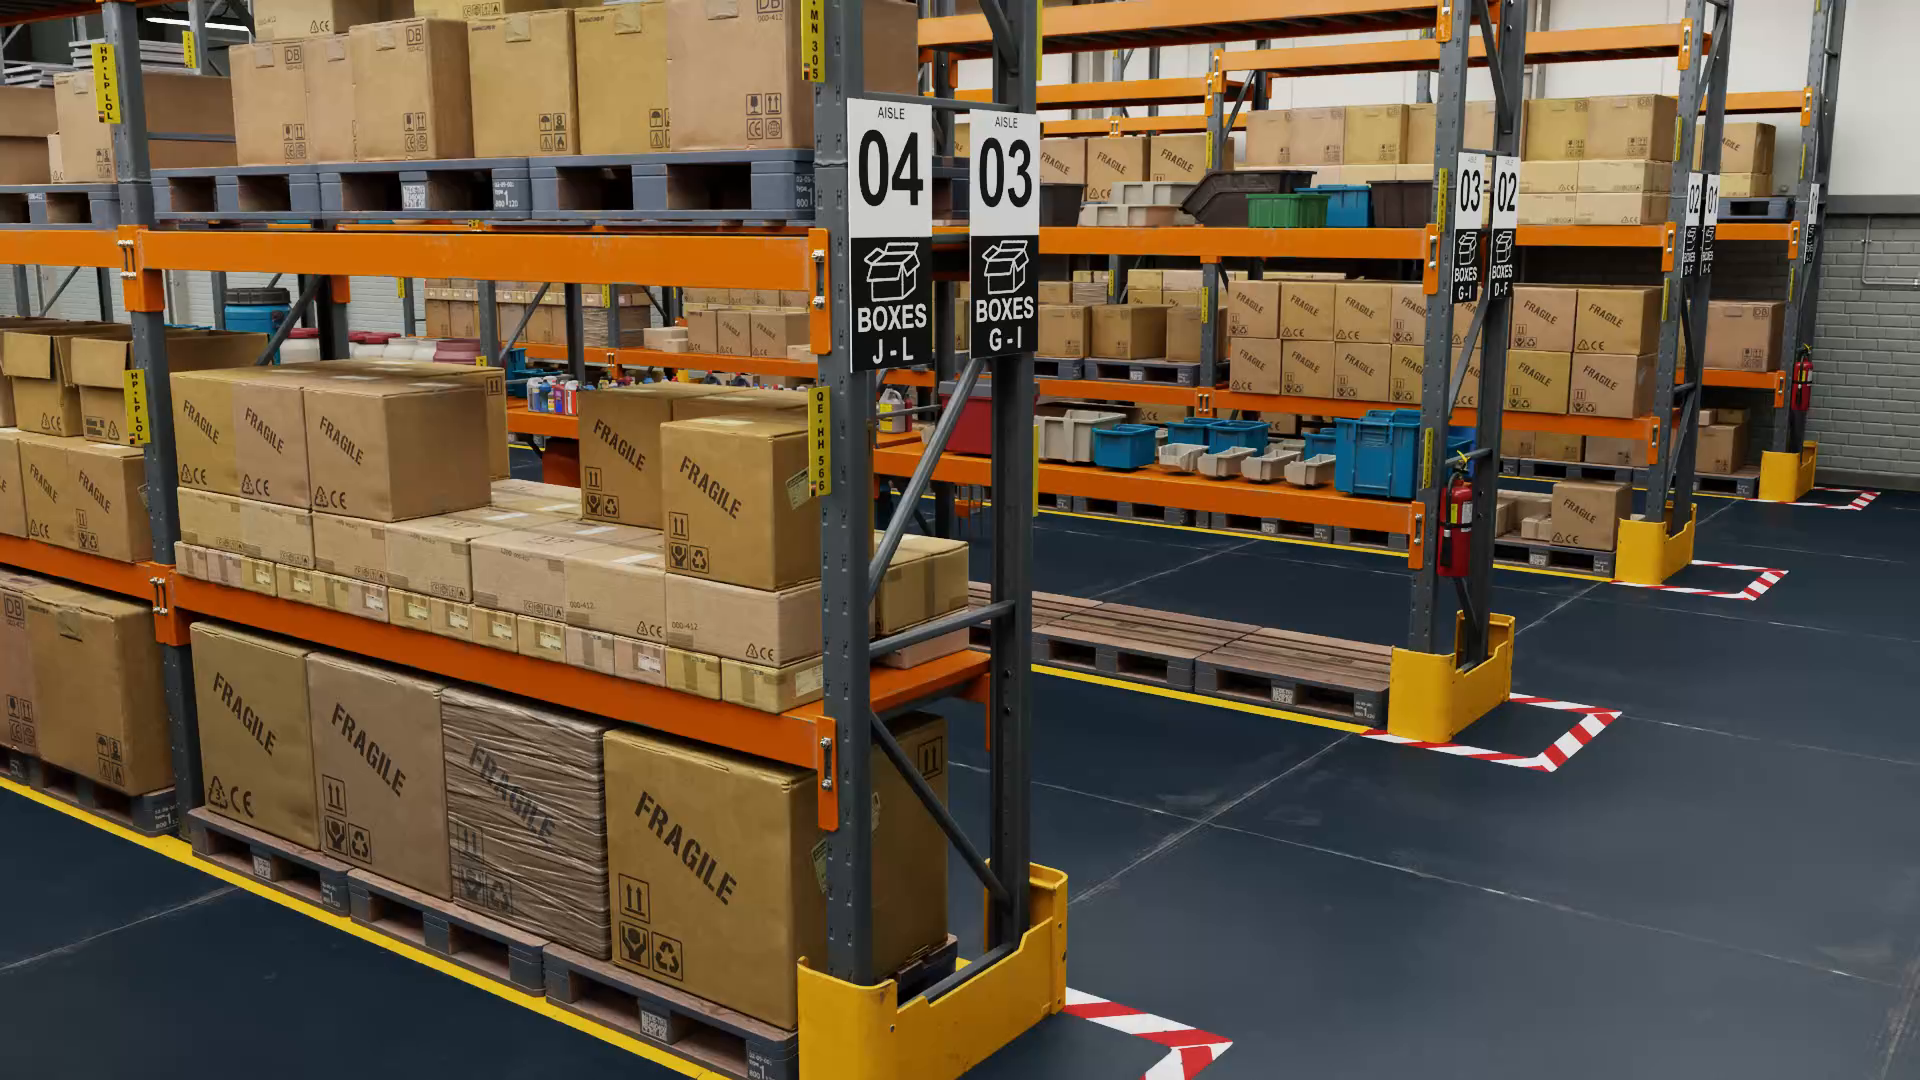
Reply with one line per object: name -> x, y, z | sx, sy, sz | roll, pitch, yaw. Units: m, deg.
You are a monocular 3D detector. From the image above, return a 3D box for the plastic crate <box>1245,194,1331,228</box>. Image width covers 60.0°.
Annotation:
plastic crate -> 1.882, -1.885, 9.538 | 0.336, 0.188, 0.450 | 8, 13, 36

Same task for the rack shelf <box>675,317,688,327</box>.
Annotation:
rack shelf -> -2.574, -3.187, 25.500 | 4.000, 0.370, 1.077 | 8, 13, 36

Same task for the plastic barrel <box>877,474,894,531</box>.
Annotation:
plastic barrel -> -0.807, -0.139, 12.269 | 0.708, 0.901, 0.600 | 8, 13, 36

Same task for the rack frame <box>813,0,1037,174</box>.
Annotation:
rack frame -> -0.086, -2.637, 4.967 | 0.127, 3.000, 1.000 | 8, 13, 36

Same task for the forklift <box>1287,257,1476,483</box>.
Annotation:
forklift -> 4.036, -1.964, 17.467 | 3.031, 2.935, 1.130 | 8, 13, 34

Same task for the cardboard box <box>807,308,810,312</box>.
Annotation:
cardboard box -> -1.920, -3.316, 24.613 | 0.500, 0.250, 0.500 | 8, 14, 36

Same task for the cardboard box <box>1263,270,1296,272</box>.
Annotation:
cardboard box -> 4.019, -3.253, 20.875 | 0.500, 0.250, 0.500 | 8, 13, 34

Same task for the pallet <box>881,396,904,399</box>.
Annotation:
pallet -> -1.524, -2.016, 24.896 | 1.213, 0.211, 1.003 | 8, 13, 36

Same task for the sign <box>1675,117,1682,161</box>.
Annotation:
sign -> 5.436, -3.032, 12.577 | 0.005, 0.325, 0.100 | 8, 13, 36

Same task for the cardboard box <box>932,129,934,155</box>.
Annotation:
cardboard box -> -0.319, -4.069, 17.375 | 0.500, 0.500, 0.500 | 8, 13, 36

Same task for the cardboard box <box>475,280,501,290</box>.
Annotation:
cardboard box -> -5.870, -3.517, 21.633 | 0.500, 0.500, 0.700 | 8, 14, 36

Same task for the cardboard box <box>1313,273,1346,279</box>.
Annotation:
cardboard box -> 4.552, -3.061, 19.883 | 0.500, 0.250, 0.500 | 8, 14, 37

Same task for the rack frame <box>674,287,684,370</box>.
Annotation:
rack frame -> -4.186, -3.765, 26.594 | 0.127, 3.000, 1.000 | 8, 13, 36

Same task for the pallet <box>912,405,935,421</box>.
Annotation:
pallet -> -0.334, -1.859, 24.083 | 1.213, 0.211, 1.003 | 8, 13, 36

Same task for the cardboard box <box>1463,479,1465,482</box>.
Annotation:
cardboard box -> 4.074, -0.437, 14.806 | 0.637, 0.503, 0.797 | 8, 13, 36

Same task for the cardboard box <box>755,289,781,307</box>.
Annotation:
cardboard box -> -5.110, -2.866, 17.708 | 5.998, 1.490, 15.156 | 8, 14, 37

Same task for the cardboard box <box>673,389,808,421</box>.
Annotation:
cardboard box -> -0.716, -0.283, 6.234 | 0.500, 0.500, 0.500 | 8, 13, 34

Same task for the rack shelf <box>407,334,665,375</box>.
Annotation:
rack shelf -> -5.503, -2.428, 21.578 | 4.000, 0.370, 1.077 | 8, 13, 36

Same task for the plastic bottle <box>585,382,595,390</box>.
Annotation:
plastic bottle -> -2.959, -1.128, 13.300 | 0.097, 0.271, 0.097 | 0, 11, 0

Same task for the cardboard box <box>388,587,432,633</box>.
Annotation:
cardboard box -> -2.011, 0.242, 6.545 | 0.250, 0.149, 0.380 | 7, 13, 34

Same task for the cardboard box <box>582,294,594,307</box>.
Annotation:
cardboard box -> -4.435, -2.950, 20.410 | 0.250, 0.149, 0.380 | 8, 13, 34

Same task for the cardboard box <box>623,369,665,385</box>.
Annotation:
cardboard box -> -4.080, -1.881, 21.014 | 0.500, 0.500, 0.500 | 8, 13, 36

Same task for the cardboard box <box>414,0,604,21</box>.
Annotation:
cardboard box -> -1.708, -2.065, 6.303 | 0.500, 0.250, 0.500 | 7, 13, 34

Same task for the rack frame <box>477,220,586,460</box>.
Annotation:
rack frame -> -3.602, -1.349, 14.105 | 0.127, 3.000, 1.000 | 8, 13, 36

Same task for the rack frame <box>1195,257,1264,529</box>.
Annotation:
rack frame -> 2.557, -1.657, 15.698 | 0.127, 3.000, 1.000 | 8, 13, 36

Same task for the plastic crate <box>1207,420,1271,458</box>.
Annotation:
plastic crate -> 1.780, -0.623, 10.635 | 0.300, 0.233, 0.416 | 8, 13, 36

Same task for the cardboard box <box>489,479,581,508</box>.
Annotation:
cardboard box -> -1.969, -0.089, 7.203 | 0.500, 0.250, 0.500 | 8, 14, 37

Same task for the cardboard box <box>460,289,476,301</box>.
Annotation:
cardboard box -> -6.310, -3.210, 21.756 | 0.250, 0.149, 0.380 | 8, 13, 35

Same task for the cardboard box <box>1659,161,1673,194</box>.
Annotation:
cardboard box -> 5.521, -2.950, 13.560 | 0.500, 0.250, 0.500 | 8, 13, 36

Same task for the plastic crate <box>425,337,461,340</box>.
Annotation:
plastic crate -> -4.724, -1.609, 15.280 | 0.583, 0.464, 0.402 | 8, 13, 36

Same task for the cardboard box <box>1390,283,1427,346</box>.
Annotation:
cardboard box -> 4.017, -1.927, 14.199 | 0.500, 0.500, 0.500 | 8, 14, 37

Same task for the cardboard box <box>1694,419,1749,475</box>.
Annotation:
cardboard box -> 8.087, -1.009, 17.821 | 0.500, 0.500, 0.700 | 8, 13, 36

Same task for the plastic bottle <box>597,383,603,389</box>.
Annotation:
plastic bottle -> -2.805, -1.093, 13.092 | 0.133, 0.283, 0.061 | 8, 13, 36

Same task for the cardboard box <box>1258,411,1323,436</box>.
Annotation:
cardboard box -> 4.167, -1.719, 20.574 | 0.750, 0.750, 0.750 | 8, 14, 37

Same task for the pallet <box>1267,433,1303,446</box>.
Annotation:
pallet -> 3.832, -1.259, 20.982 | 1.213, 0.211, 1.003 | 8, 13, 36

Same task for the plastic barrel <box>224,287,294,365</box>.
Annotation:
plastic barrel -> -6.694, -1.955, 15.918 | 0.708, 0.901, 0.600 | 8, 13, 36

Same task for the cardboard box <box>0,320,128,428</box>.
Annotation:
cardboard box -> -4.886, -0.899, 8.878 | 0.637, 0.503, 0.797 | 8, 14, 37

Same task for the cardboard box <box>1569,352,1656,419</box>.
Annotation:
cardboard box -> 5.259, -1.265, 13.409 | 0.500, 0.500, 0.500 | 8, 14, 37

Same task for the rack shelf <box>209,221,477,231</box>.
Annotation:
rack shelf -> -5.214, -2.693, 15.051 | 4.000, 0.370, 1.077 | 8, 13, 36

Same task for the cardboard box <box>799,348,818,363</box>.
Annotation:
cardboard box -> -1.556, -2.042, 18.350 | 0.250, 0.149, 0.380 | 8, 13, 36

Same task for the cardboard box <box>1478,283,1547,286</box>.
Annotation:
cardboard box -> 4.753, -1.952, 14.328 | 0.500, 0.500, 0.500 | 8, 14, 36

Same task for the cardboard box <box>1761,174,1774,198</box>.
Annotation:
cardboard box -> 8.267, -3.740, 17.594 | 0.500, 0.250, 0.500 | 9, 14, 38

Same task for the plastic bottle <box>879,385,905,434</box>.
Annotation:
plastic bottle -> -0.503, -0.969, 12.270 | 0.185, 0.351, 0.144 | 8, 13, 36

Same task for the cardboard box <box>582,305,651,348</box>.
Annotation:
cardboard box -> -4.253, -2.655, 20.590 | 0.500, 0.500, 0.700 | 8, 13, 34

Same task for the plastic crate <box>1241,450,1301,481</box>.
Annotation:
plastic crate -> 1.856, -0.448, 9.986 | 0.243, 0.136, 0.396 | 8, 13, 36

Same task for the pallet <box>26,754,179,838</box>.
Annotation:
pallet -> -3.976, 1.153, 8.515 | 1.213, 0.211, 1.003 | 8, 13, 36

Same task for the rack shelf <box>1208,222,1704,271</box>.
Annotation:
rack shelf -> 4.169, -2.552, 14.319 | 4.000, 0.370, 1.077 | 8, 13, 36

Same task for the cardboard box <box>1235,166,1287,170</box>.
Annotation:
cardboard box -> 2.802, -3.209, 14.901 | 0.500, 0.250, 0.500 | 8, 13, 36

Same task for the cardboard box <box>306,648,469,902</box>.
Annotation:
cardboard box -> -2.100, 0.884, 7.053 | 0.875, 0.875, 0.875 | 8, 13, 36

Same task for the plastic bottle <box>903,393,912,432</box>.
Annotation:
plastic bottle -> -0.421, -0.948, 12.342 | 0.133, 0.283, 0.061 | 8, 13, 36

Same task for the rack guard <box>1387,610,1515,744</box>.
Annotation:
rack guard -> 2.873, 0.778, 9.690 | 0.348, 0.500, 1.175 | 8, 13, 36

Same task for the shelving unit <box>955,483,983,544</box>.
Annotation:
shelving unit -> 0.043, -0.509, 14.899 | 0.252, 1.050, 0.215 | 8, 13, 36

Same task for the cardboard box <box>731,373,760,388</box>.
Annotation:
cardboard box -> -3.222, -2.505, 26.003 | 0.500, 0.311, 0.500 | 9, 14, 40

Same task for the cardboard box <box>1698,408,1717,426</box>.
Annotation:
cardboard box -> 7.875, -1.314, 17.690 | 0.250, 0.149, 0.380 | 8, 13, 35

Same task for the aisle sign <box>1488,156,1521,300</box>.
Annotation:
aisle sign -> 3.080, -1.763, 9.402 | 0.004, 0.787, 0.394 | 8, 13, 36
